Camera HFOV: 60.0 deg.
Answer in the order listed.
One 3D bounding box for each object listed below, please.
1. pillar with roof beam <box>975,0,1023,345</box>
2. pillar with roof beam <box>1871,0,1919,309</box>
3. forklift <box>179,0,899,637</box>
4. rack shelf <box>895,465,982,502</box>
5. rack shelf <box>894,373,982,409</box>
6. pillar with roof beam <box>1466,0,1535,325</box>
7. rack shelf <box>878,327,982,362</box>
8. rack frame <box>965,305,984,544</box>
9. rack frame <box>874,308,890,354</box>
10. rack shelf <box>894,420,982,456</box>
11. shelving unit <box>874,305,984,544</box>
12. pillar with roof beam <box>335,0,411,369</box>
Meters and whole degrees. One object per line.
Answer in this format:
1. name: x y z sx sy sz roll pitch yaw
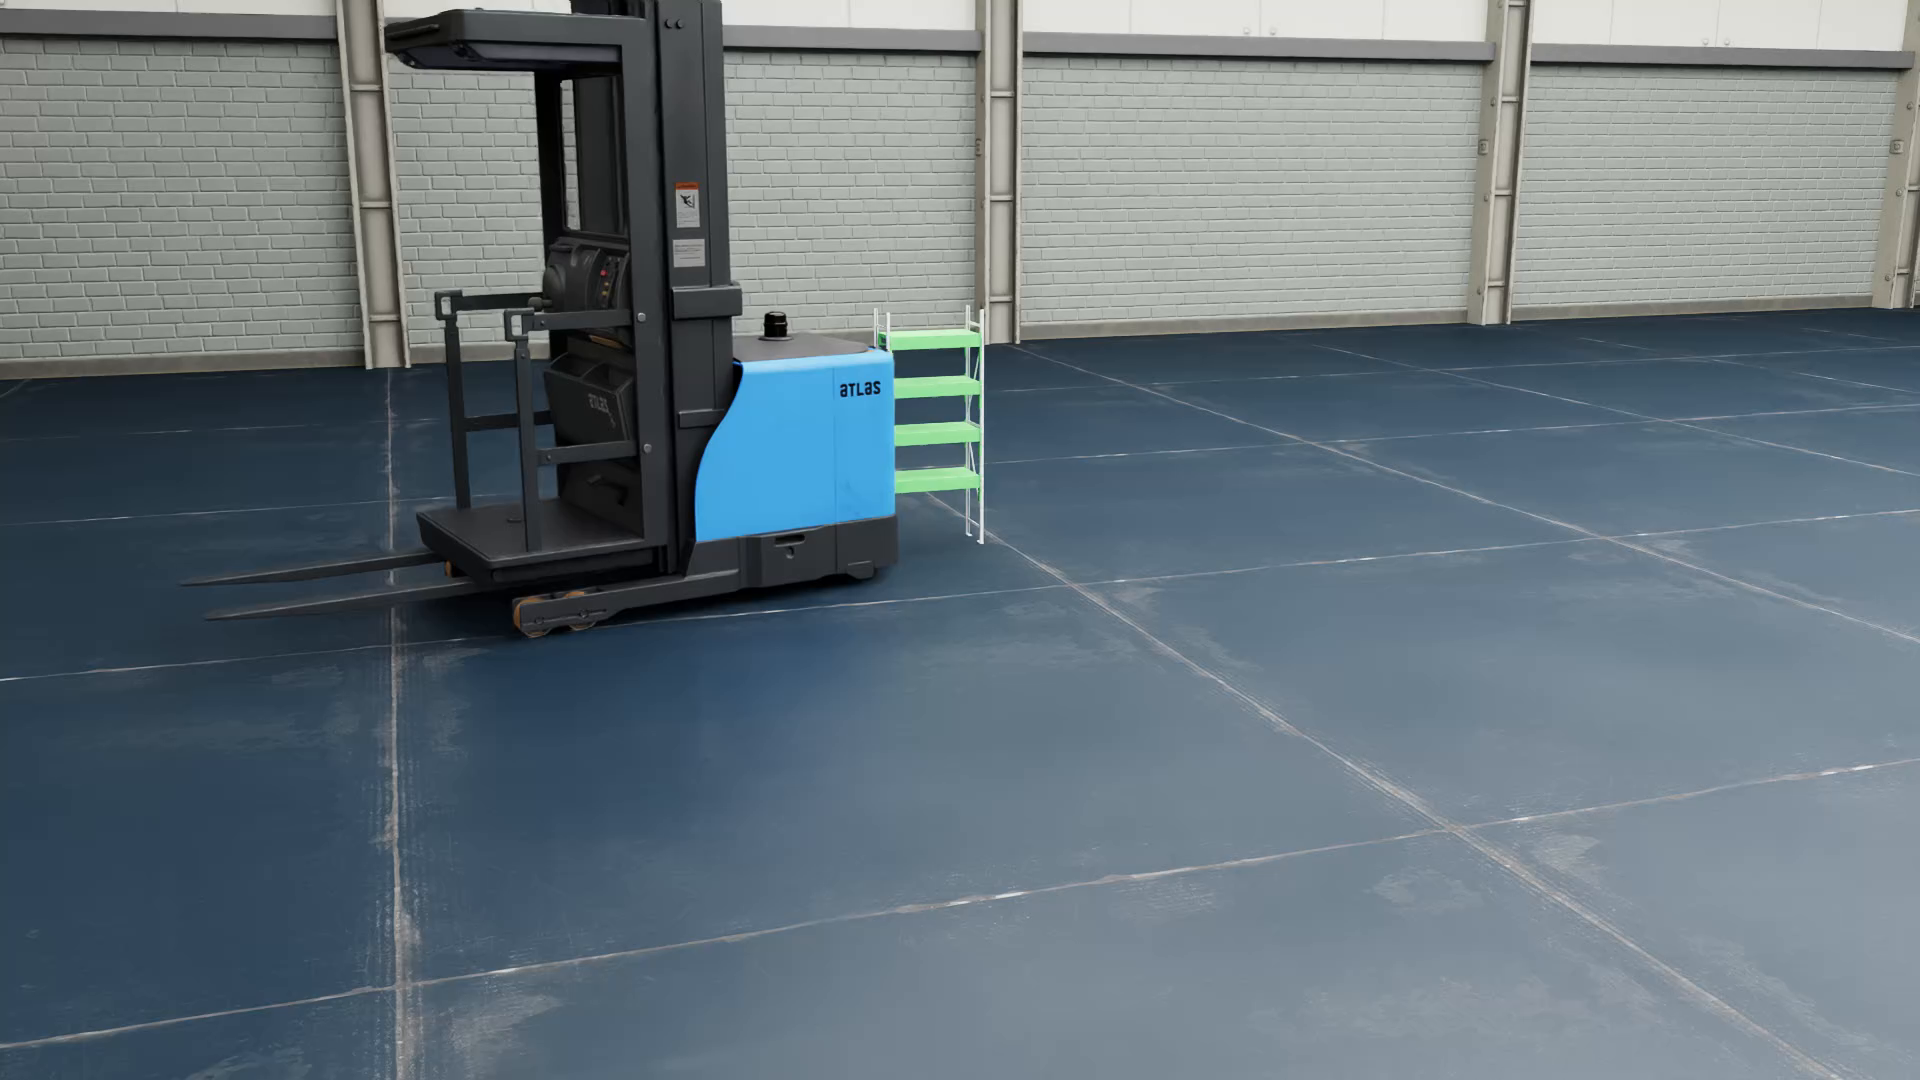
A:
1. pillar with roof beam: 1.762 -5.487 12.265 0.400 9.000 9.100 -4 14 -18
2. pillar with roof beam: 13.135 -6.373 15.988 0.400 9.000 9.100 -4 14 -18
3. forklift: -1.809 -1.158 7.178 3.031 2.935 1.130 -8 16 -32
4. rack shelf: -0.157 -0.276 8.523 0.480 0.148 0.258 -4 14 -18
5. rack shelf: -0.157 -0.743 8.412 0.480 0.148 0.258 -4 14 -18
6. pillar with roof beam: 7.448 -5.930 14.127 0.400 9.000 9.100 -4 14 -18
7. rack shelf: -0.157 -0.976 8.356 0.480 0.148 0.258 -4 14 -18
8. rack frame: 0.074 -0.590 8.528 0.015 1.200 0.240 -4 14 -18
9. rack frame: -0.388 -0.553 8.377 0.015 1.200 0.240 -4 14 -18
10. rack shelf: -0.157 -0.509 8.467 0.480 0.148 0.258 -4 14 -18
11. shelving unit: -0.157 -0.571 8.453 0.503 1.200 0.258 -4 14 -18
12. pillar with roof beam: -3.925 -5.044 10.403 0.400 9.000 9.100 -4 14 -18
